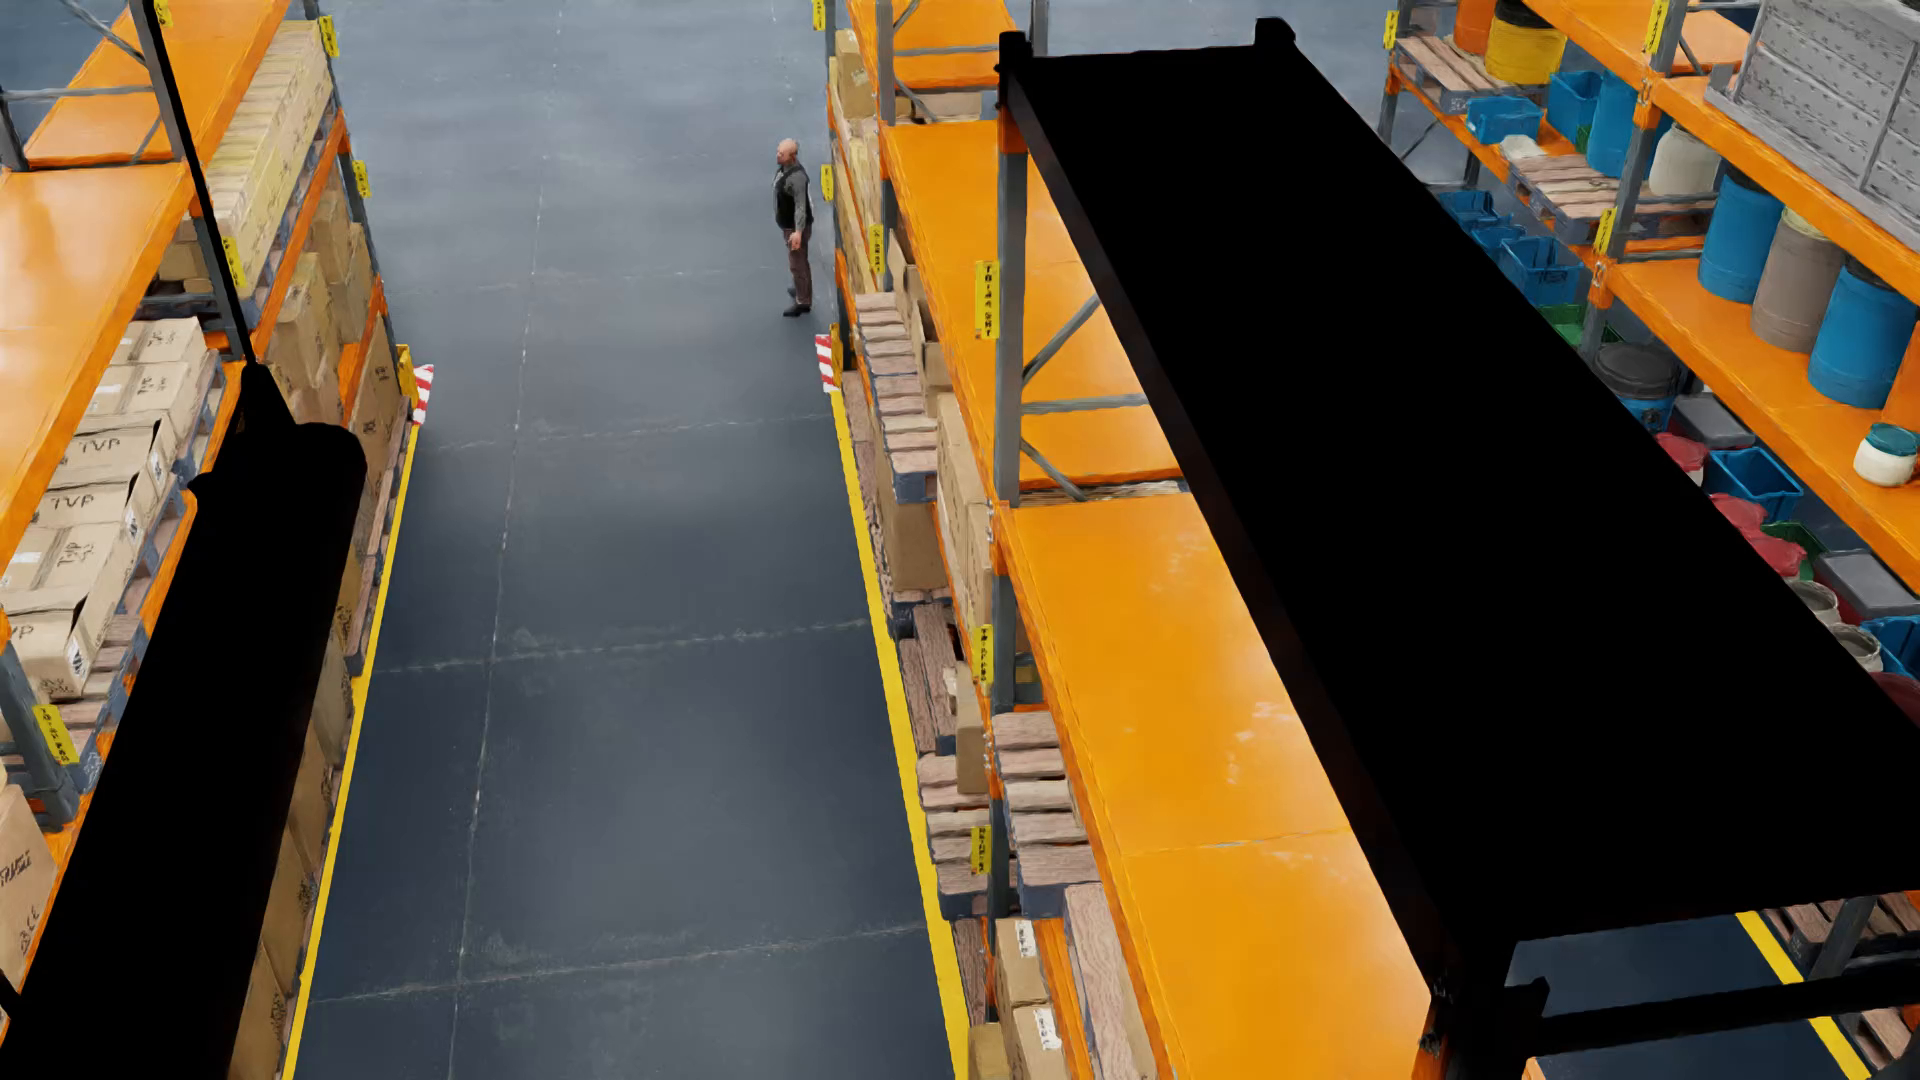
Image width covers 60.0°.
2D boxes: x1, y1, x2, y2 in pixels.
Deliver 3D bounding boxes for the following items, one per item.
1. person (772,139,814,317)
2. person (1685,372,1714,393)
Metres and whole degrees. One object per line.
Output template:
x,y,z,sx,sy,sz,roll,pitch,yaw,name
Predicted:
-1.620,-3.041,16.107,0.389,1.732,0.660,-10,37,-13,person
6.336,-1.307,13.768,0.616,1.735,0.998,4,37,6,person
